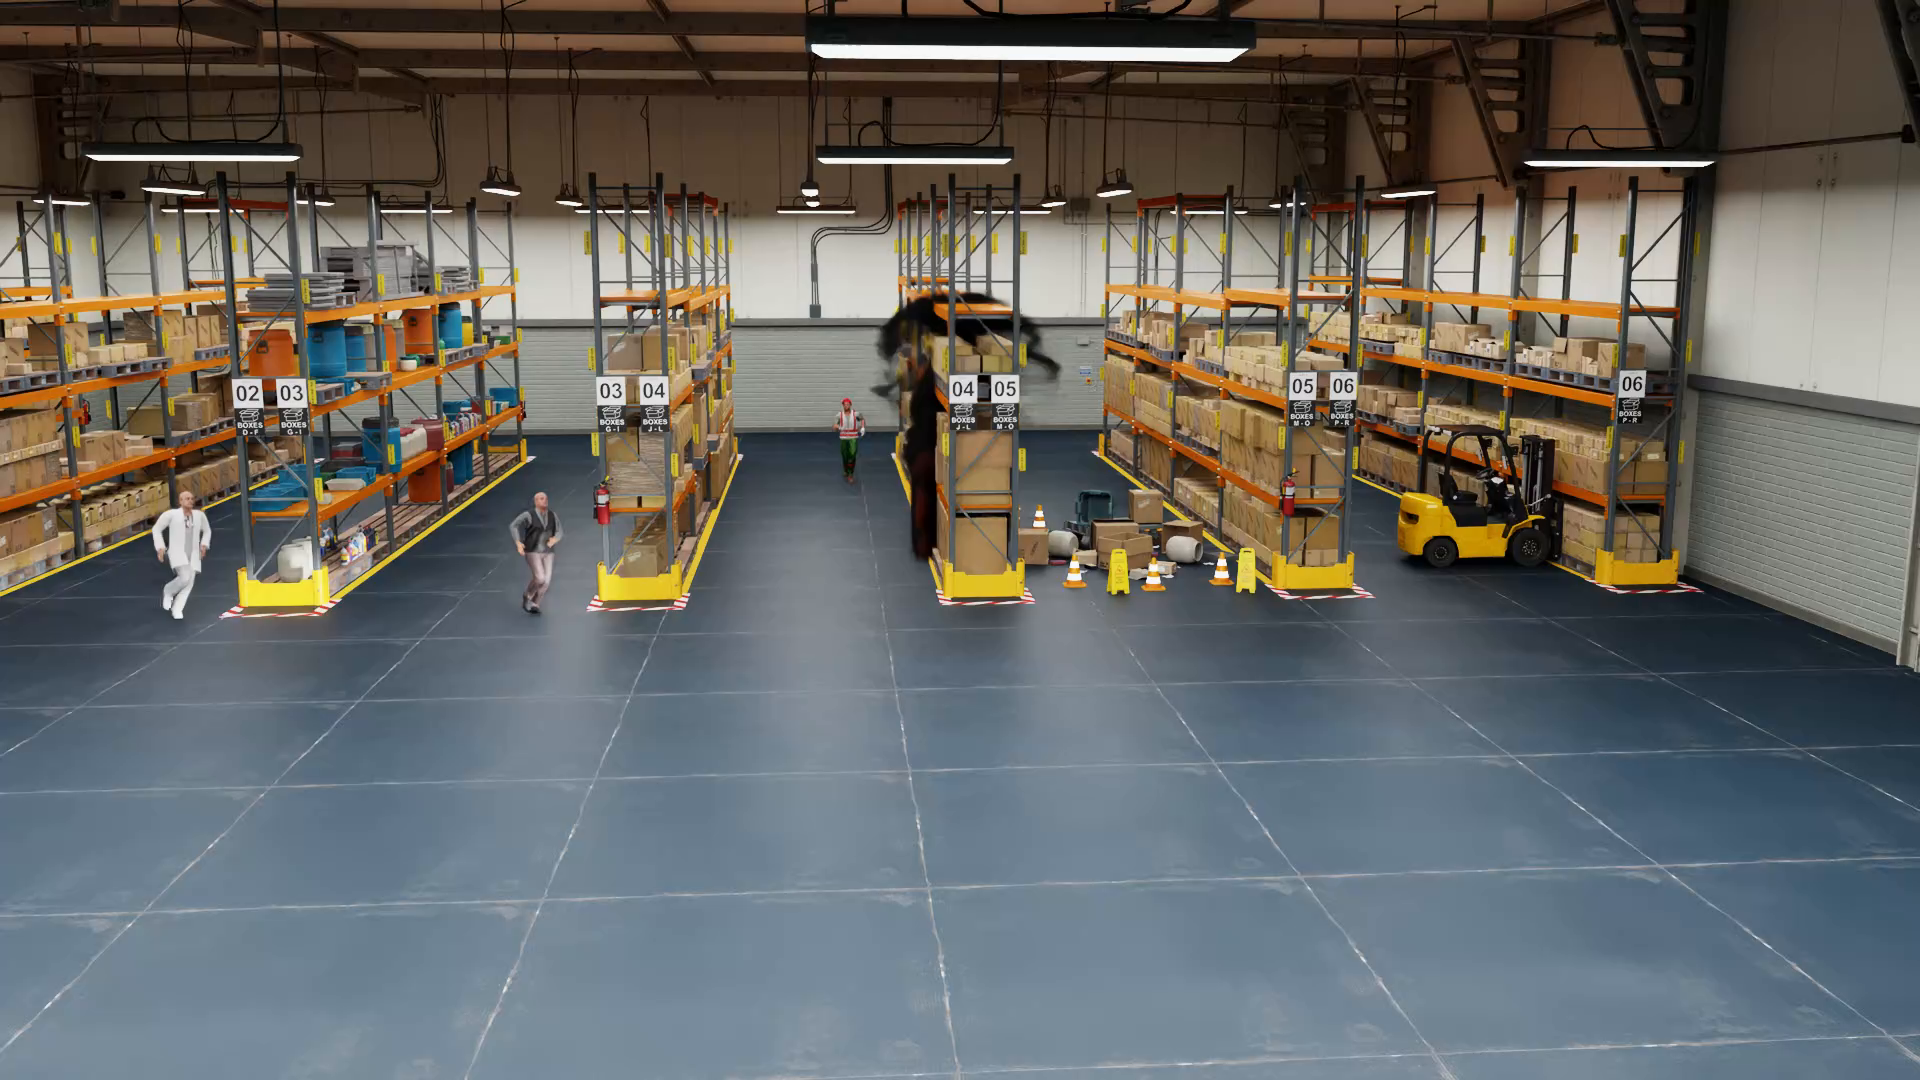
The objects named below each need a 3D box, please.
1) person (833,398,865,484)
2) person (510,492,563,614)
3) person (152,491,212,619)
[{"bbox_3d":[-2.391,-2.156,35.817,0.667,1.806,0.818,0,10,2],"label":"person"},{"bbox_3d":[-5.745,0.184,22.849,0.672,1.670,0.581,-10,14,-44],"label":"person"},{"bbox_3d":[-10.543,0.194,22.702,0.561,1.699,0.733,9,14,42],"label":"person"}]
